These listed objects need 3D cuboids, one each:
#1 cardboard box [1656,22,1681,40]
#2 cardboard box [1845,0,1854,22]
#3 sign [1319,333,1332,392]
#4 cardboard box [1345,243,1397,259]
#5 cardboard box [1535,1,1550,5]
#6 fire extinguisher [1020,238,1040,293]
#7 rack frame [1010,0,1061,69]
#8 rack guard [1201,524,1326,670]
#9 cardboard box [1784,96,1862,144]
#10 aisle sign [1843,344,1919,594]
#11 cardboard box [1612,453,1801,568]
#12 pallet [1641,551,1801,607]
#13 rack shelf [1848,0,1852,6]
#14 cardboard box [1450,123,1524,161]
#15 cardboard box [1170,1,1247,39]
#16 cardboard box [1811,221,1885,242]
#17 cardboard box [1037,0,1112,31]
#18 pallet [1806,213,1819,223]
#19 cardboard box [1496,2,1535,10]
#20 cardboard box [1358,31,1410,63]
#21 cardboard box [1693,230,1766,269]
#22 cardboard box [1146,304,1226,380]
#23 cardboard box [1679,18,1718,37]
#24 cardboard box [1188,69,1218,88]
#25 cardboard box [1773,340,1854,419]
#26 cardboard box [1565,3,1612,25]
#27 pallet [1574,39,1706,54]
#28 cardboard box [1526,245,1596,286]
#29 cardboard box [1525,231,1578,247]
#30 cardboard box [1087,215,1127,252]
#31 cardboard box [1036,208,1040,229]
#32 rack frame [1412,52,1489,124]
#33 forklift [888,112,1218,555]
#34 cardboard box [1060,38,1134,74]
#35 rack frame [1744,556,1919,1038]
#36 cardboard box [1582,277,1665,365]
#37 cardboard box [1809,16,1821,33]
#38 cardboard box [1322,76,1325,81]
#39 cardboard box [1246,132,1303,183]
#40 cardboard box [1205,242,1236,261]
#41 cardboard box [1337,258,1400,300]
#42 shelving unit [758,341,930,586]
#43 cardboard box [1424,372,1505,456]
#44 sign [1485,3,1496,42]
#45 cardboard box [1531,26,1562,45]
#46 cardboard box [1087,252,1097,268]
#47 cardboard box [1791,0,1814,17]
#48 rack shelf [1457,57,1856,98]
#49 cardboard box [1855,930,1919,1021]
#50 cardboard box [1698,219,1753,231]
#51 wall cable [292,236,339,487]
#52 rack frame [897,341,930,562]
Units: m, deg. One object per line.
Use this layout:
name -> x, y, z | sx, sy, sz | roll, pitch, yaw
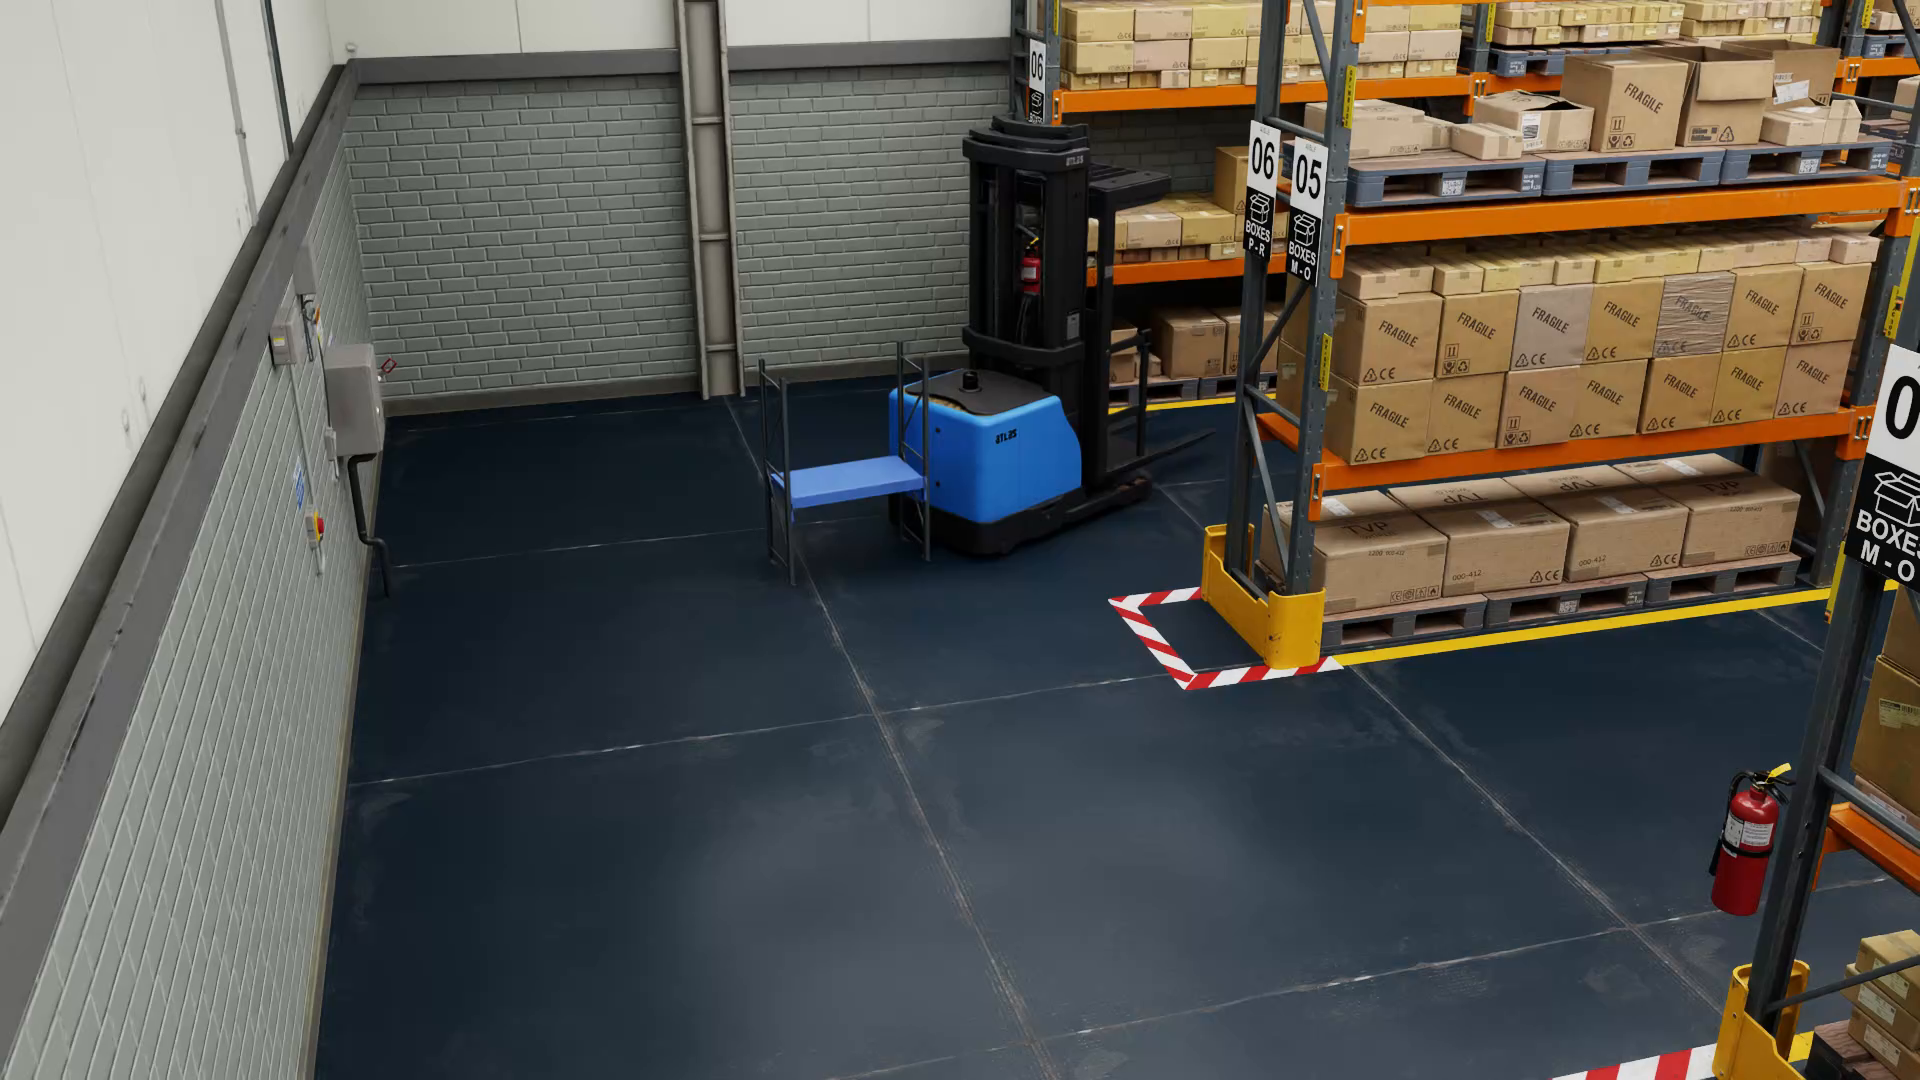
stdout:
cardboard box -> 6.350, -4.672, 15.190 | 0.250, 0.149, 0.380 | -6, 24, -13
cardboard box -> 8.961, -5.265, 16.443 | 0.500, 0.250, 0.500 | -6, 24, -14
sign -> 2.119, -1.029, 9.645 | 0.005, 0.325, 0.100 | -6, 24, -14
cardboard box -> 2.504, -1.760, 10.329 | 0.250, 0.149, 0.380 | -6, 24, -13
cardboard box -> 5.219, -4.897, 15.336 | 0.250, 0.149, 0.380 | -7, 24, -15
fire extinguisher -> 0.614, -2.292, 14.358 | 0.183, 0.674, 0.296 | -6, 24, -14
rack frame -> 0.630, -5.447, 13.532 | 0.127, 3.000, 1.000 | -6, 24, -14
rack guard -> 1.952, 0.346, 10.811 | 0.348, 0.500, 1.175 | -6, 24, -14
cardboard box -> 5.298, -2.598, 10.207 | 0.258, 0.266, 0.396 | -6, 24, -13
aisle sign -> 3.258, -0.238, 5.704 | 0.004, 0.787, 0.394 | -6, 24, -14
cardboard box -> 5.193, -0.221, 11.678 | 0.875, 0.438, 0.875 | -7, 24, -15
pallet -> 5.073, 0.101, 11.747 | 1.213, 0.211, 1.003 | -6, 24, -14
rack shelf -> 7.752, -3.687, 10.851 | 4.000, 0.370, 1.077 | -6, 24, -14
cardboard box -> 3.085, -2.336, 9.746 | 0.250, 0.149, 0.380 | -5, 24, -12
cardboard box -> 2.100, -4.423, 14.130 | 0.500, 0.250, 0.500 | -7, 24, -15
cardboard box -> 6.188, -1.880, 11.433 | 0.500, 0.500, 0.500 | -6, 24, -13
cardboard box -> 0.983, -4.519, 14.353 | 0.500, 0.250, 0.500 | -7, 24, -16
pallet -> 7.699, -3.355, 16.508 | 1.003, 0.211, 1.213 | -6, 24, -14
cardboard box -> 4.866, -4.844, 14.689 | 0.258, 0.266, 0.396 | -7, 24, -15
cardboard box -> 3.587, -4.356, 14.607 | 0.500, 0.250, 0.500 | -7, 24, -16
cardboard box -> 4.851, -1.838, 10.512 | 0.250, 0.149, 0.380 | -7, 24, -15
cardboard box -> 2.078, -1.839, 15.370 | 0.500, 0.500, 0.700 | -5, 24, -12
cardboard box -> 6.811, -4.778, 15.463 | 0.250, 0.149, 0.380 | -6, 24, -13
cardboard box -> 2.015, -3.975, 14.225 | 0.250, 0.149, 0.380 | -6, 24, -15
cardboard box -> 5.449, -1.131, 10.956 | 0.500, 0.500, 0.500 | -6, 24, -14
cardboard box -> 5.622, -4.724, 14.932 | 0.250, 0.149, 0.380 | -7, 24, -15
pallet -> 6.126, -4.562, 15.513 | 1.003, 0.211, 1.213 | -6, 24, -14
cardboard box -> 3.644, -1.674, 10.131 | 0.250, 0.149, 0.380 | -6, 24, -14
cardboard box -> 3.738, -1.901, 10.659 | 0.250, 0.149, 0.380 | -6, 24, -13
cardboard box -> 1.140, -2.704, 14.560 | 0.500, 0.250, 0.500 | -6, 24, -14
cardboard box -> 1.002, -2.907, 15.034 | 0.500, 0.250, 0.500 | -6, 24, -13
rack frame -> 4.482, -3.116, 15.707 | 0.127, 3.000, 1.000 | -6, 24, -14
forklift -> 0.855, -1.730, 12.565 | 1.130, 2.935, 3.031 | 21, 31, 40
cardboard box -> 1.131, -4.079, 13.962 | 0.500, 0.250, 0.500 | -7, 24, -15
rack frame -> 3.409, 1.063, 5.969 | 0.127, 3.000, 1.000 | -6, 24, -14
cardboard box -> 3.983, -1.423, 10.368 | 0.500, 0.500, 0.500 | -6, 24, -14
cardboard box -> 8.057, -4.905, 15.759 | 0.250, 0.149, 0.380 | -6, 24, -13
cardboard box -> 3.215, -4.136, 14.601 | 0.250, 0.149, 0.380 | -5, 24, -13
cardboard box -> 2.976, -3.471, 15.396 | 0.500, 0.500, 0.500 | -7, 24, -16
cardboard box -> 2.275, -2.623, 14.879 | 0.250, 0.149, 0.380 | -7, 24, -16
cardboard box -> 2.391, -1.542, 9.822 | 0.250, 0.149, 0.380 | -6, 24, -13
shelving unit -> -0.794, -0.541, 11.609 | 1.048, 1.500, 0.538 | -10, 25, -22
cardboard box -> 2.994, -0.858, 10.319 | 0.500, 0.500, 0.500 | -7, 24, -15
sign -> 4.636, -4.527, 14.536 | 0.005, 0.325, 0.100 | -6, 24, -14
cardboard box -> 5.135, -4.513, 14.819 | 0.250, 0.149, 0.380 | -6, 24, -14
cardboard box -> 1.021, -2.505, 14.603 | 0.250, 0.149, 0.380 | -6, 24, -15
cardboard box -> 7.800, -5.035, 15.682 | 0.250, 0.149, 0.380 | -7, 24, -16
rack shelf -> 6.407, -4.377, 15.754 | 4.000, 0.370, 1.077 | -6, 24, -14
cardboard box -> 3.850, 1.754, 6.686 | 0.250, 0.149, 0.380 | -6, 24, -14
cardboard box -> 4.975, -2.023, 10.944 | 0.250, 0.149, 0.380 | -7, 24, -15
wall cable -> -3.842, -1.200, 9.955 | 0.122, 1.984, 0.588 | -6, 24, -14
rack frame -> -0.329, -0.622, 11.798 | 0.032, 1.500, 0.500 | -10, 25, -22
